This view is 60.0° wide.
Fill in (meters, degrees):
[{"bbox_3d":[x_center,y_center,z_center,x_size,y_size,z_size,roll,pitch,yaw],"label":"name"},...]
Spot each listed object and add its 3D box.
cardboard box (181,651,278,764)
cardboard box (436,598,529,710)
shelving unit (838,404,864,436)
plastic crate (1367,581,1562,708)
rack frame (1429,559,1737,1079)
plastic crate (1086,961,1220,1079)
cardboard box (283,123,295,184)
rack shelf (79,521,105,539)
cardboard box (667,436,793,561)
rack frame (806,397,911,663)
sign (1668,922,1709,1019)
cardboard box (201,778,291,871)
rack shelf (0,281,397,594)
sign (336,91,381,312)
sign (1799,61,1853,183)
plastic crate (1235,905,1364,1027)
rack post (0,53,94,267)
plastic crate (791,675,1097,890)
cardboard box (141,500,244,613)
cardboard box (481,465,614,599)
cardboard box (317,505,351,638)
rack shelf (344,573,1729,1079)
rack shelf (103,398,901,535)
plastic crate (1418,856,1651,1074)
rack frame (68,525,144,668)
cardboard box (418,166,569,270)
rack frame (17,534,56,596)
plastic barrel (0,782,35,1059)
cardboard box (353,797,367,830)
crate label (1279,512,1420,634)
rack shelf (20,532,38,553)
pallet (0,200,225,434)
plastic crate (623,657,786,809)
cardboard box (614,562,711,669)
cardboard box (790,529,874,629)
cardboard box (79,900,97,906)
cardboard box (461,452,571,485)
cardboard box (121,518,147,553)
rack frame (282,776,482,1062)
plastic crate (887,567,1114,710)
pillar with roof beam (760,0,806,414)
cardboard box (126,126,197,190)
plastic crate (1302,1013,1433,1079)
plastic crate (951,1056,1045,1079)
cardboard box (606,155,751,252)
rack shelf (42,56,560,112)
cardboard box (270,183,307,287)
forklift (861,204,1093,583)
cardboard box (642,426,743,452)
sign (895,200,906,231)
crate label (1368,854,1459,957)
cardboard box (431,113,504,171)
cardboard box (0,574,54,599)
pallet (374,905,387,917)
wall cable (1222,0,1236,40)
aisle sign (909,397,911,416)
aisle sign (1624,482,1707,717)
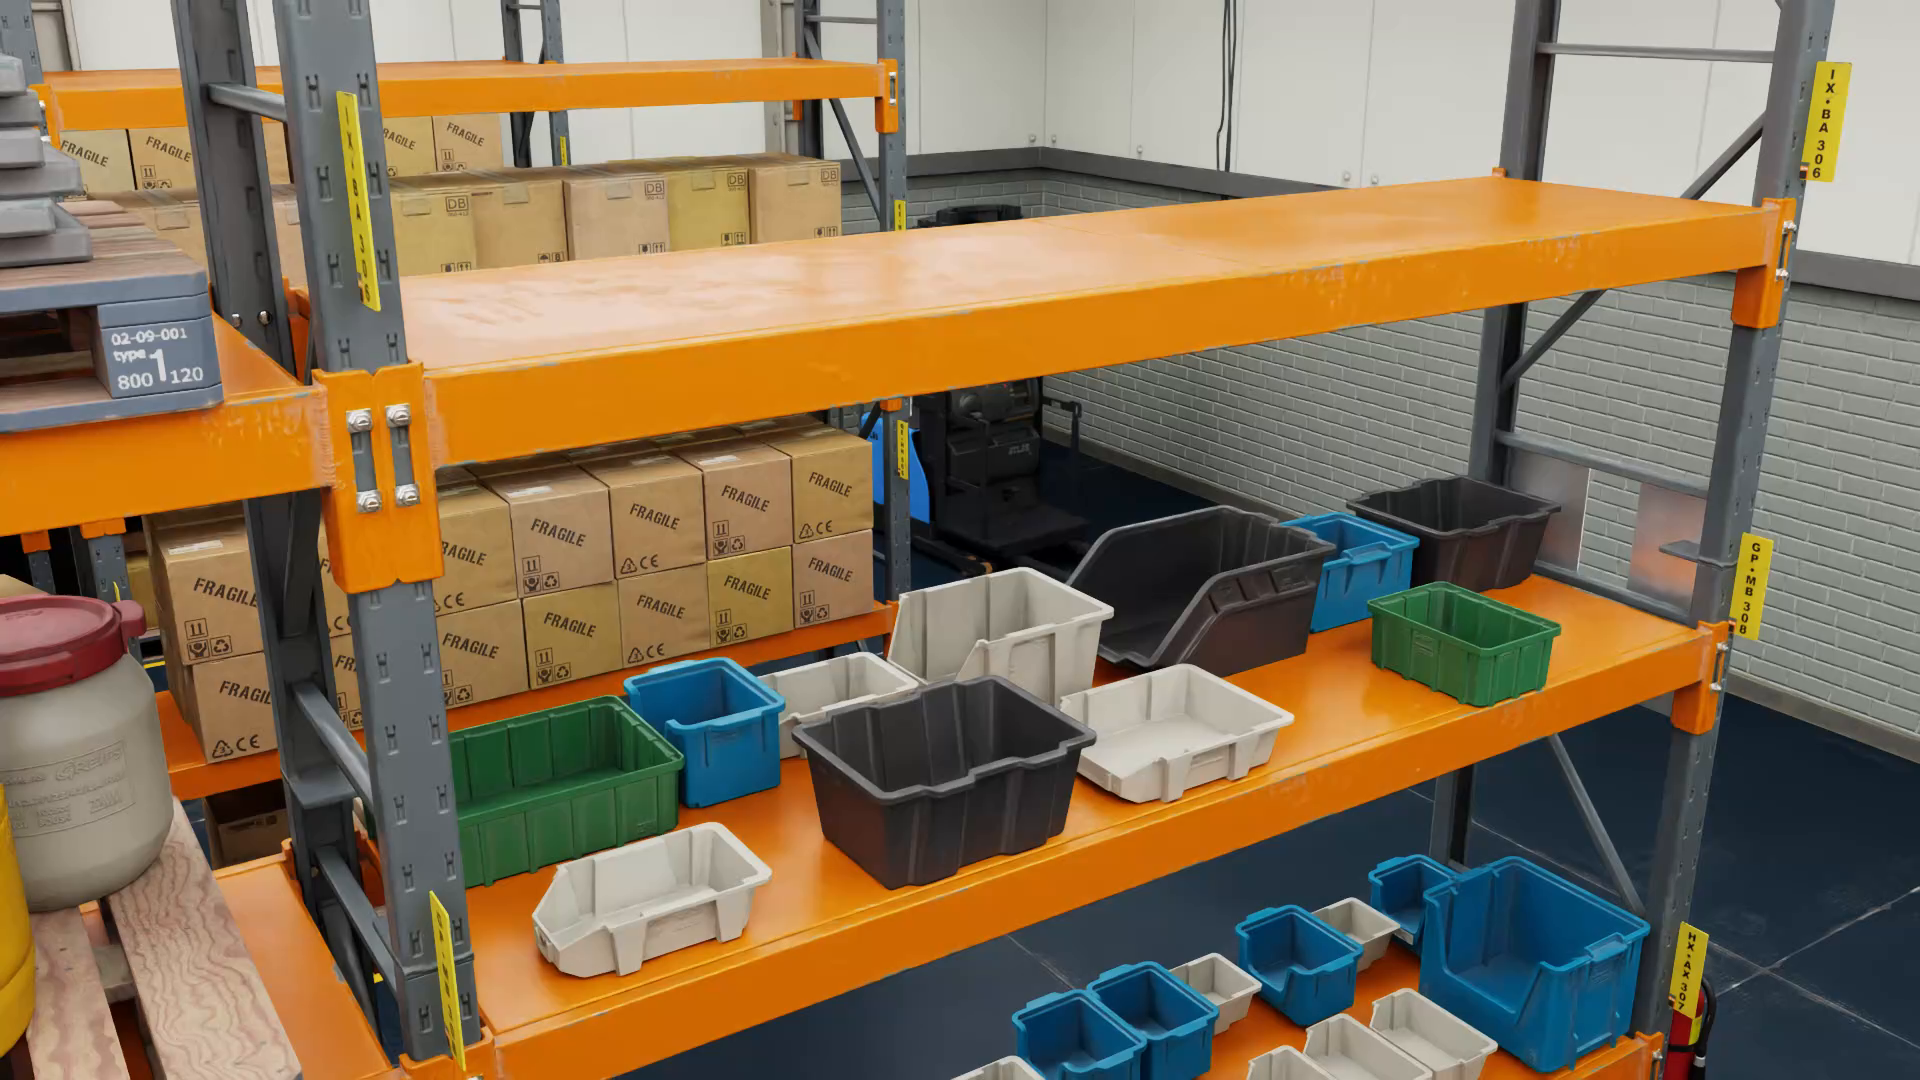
[{"bbox_3d":[-3.372,0.686,7.877,0.500,0.500,0.500,-11,22,-30],"label":"cardboard box"},{"bbox_3d":[-2.527,0.507,8.405,0.500,0.500,0.500,-12,22,-32],"label":"cardboard box"},{"bbox_3d":[-0.542,-1.051,15.511,1.083,1.500,0.587,-10,21,-27],"label":"shelving unit"},{"bbox_3d":[1.448,0.301,4.820,0.336,0.188,0.450,-12,22,-31],"label":"plastic crate"},{"bbox_3d":[2.114,1.371,6.006,0.127,3.000,1.000,-12,22,-31],"label":"rack frame"},{"bbox_3d":[0.627,1.609,5.469,0.300,0.233,0.416,-12,22,-31],"label":"plastic crate"},{"bbox_3d":[-4.651,-2.849,12.057,0.500,0.500,0.500,-13,23,-34],"label":"cardboard box"},{"bbox_3d":[-5.618,0.022,6.436,4.000,0.370,1.077,-12,22,-31],"label":"rack shelf"},{"bbox_3d":[-1.249,-0.234,9.037,0.500,0.500,0.500,-11,22,-30],"label":"cardboard box"},{"bbox_3d":[-0.607,0.045,9.927,0.127,3.000,1.000,-12,22,-31],"label":"rack frame"},{"bbox_3d":[2.430,1.438,5.553,0.005,0.325,0.100,-12,22,-31],"label":"sign"},{"bbox_3d":[-3.628,1.550,8.694,0.500,0.500,0.500,-12,22,-31],"label":"cardboard box"},{"bbox_3d":[-2.897,0.116,2.098,4.000,0.370,1.077,-12,22,-31],"label":"rack shelf"},{"bbox_3d":[-0.925,-0.520,2.558,0.005,0.325,0.100,-12,22,-31],"label":"sign"},{"bbox_3d":[2.430,-1.174,4.670,0.005,0.325,0.100,-12,22,-31],"label":"sign"},{"bbox_3d":[1.177,1.493,5.812,0.300,0.233,0.416,-12,22,-31],"label":"plastic crate"},{"bbox_3d":[-1.947,-0.591,2.559,0.954,0.300,0.937,-12,22,-32],"label":"rack post"},{"bbox_3d":[-0.038,0.571,3.893,0.590,0.269,0.497,-12,22,-31],"label":"plastic crate"},{"bbox_3d":[-3.667,0.071,8.135,0.500,0.500,0.500,-12,22,-31],"label":"cardboard box"},{"bbox_3d":[-2.108,-0.051,8.496,0.500,0.500,0.500,-11,22,-30],"label":"cardboard box"},{"bbox_3d":[-2.969,0.130,7.959,0.500,0.500,0.500,-13,22,-33],"label":"cardboard box"},{"bbox_3d":[0.444,0.643,4.599,4.000,0.370,1.077,-12,22,-31],"label":"rack shelf"},{"bbox_3d":[-2.277,-0.682,8.520,4.000,0.370,1.077,-12,22,-31],"label":"rack shelf"},{"bbox_3d":[1.937,1.435,5.668,0.499,0.435,0.616,-12,22,-31],"label":"plastic crate"},{"bbox_3d":[-3.947,0.750,7.843,0.127,3.000,1.000,-12,22,-31],"label":"rack frame"},{"bbox_3d":[-2.319,-1.557,8.264,0.500,0.500,0.700,-12,22,-31],"label":"cardboard box"},{"bbox_3d":[-6.675,-0.574,11.760,0.127,3.000,1.000,-12,22,-31],"label":"rack frame"},{"bbox_3d":[-1.877,0.582,2.708,0.600,0.588,0.600,0,19,0],"label":"plastic barrel"},{"bbox_3d":[-3.001,1.507,9.115,0.500,0.311,0.500,-12,22,-31],"label":"cardboard box"},{"bbox_3d":[1.166,0.097,5.324,0.502,0.251,0.408,-12,22,-31],"label":"crate label"},{"bbox_3d":[-8.345,0.119,10.833,4.000,0.370,1.077,-12,22,-31],"label":"rack shelf"},{"bbox_3d":[-1.901,-0.334,2.600,1.213,0.211,1.003,-12,22,-31],"label":"pallet"},{"bbox_3d":[-0.642,0.488,4.195,0.300,0.233,0.416,-12,22,-31],"label":"plastic crate"},{"bbox_3d":[-1.682,0.328,8.933,0.500,0.500,0.500,-12,22,-31],"label":"cardboard box"},{"bbox_3d":[-0.831,0.150,9.462,0.500,0.500,0.500,-11,22,-30],"label":"cardboard box"},{"bbox_3d":[-4.202,1.889,7.689,0.500,0.500,0.500,-12,22,-32],"label":"cardboard box"},{"bbox_3d":[-2.399,-0.197,8.928,0.500,0.500,0.500,-12,22,-32],"label":"cardboard box"},{"bbox_3d":[-6.224,-0.028,12.379,0.250,0.149,0.380,-12,22,-32],"label":"cardboard box"},{"bbox_3d":[-1.226,2.076,3.922,0.127,3.000,1.000,-12,22,-31],"label":"rack frame"},{"bbox_3d":[0.094,0.314,4.634,0.530,0.282,0.437,-12,22,-31],"label":"plastic crate"},{"bbox_3d":[0.813,-3.676,11.568,0.400,9.000,9.100,-12,22,-31],"label":"pillar with roof beam"},{"bbox_3d":[-5.500,-2.669,11.523,0.500,0.500,0.500,-12,22,-33],"label":"cardboard box"},{"bbox_3d":[1.283,1.707,5.331,0.243,0.136,0.396,-12,22,-31],"label":"plastic crate"},{"bbox_3d":[0.063,1.785,5.100,0.466,0.136,0.293,-12,22,-31],"label":"plastic crate"},{"bbox_3d":[-1.491,-1.736,8.796,0.500,0.500,0.700,-12,22,-31],"label":"cardboard box"},{"bbox_3d":[-5.005,-3.238,12.021,4.000,0.370,1.077,-12,22,-31],"label":"rack shelf"},{"bbox_3d":[-3.067,-1.338,7.618,0.500,0.500,0.700,-12,22,-31],"label":"cardboard box"},{"bbox_3d":[0.416,-1.221,13.781,1.130,2.935,3.031,-14,23,-36],"label":"forklift"},{"bbox_3d":[-1.555,-0.374,9.450,0.500,0.500,0.500,-12,22,-31],"label":"cardboard box"},{"bbox_3d":[-0.318,-1.643,8.855,0.005,0.325,0.100,-12,22,-31],"label":"sign"},{"bbox_3d":[1.727,1.377,6.155,0.303,0.233,0.416,-12,22,-31],"label":"crate label"},{"bbox_3d":[-3.795,-3.029,12.587,0.500,0.500,0.500,-12,22,-32],"label":"cardboard box"},{"bbox_3d":[-4.466,0.527,7.690,0.700,0.500,0.500,14,23,35],"label":"cardboard box"},{"bbox_3d":[-3.373,1.950,8.646,1.213,0.211,1.003,-12,22,-31],"label":"pallet"},{"bbox_3d":[3.074,-5.219,13.096,0.112,2.526,3.097,-12,22,-31],"label":"wall cable"},{"bbox_3d":[-0.381,-1.116,9.304,0.004,0.787,0.394,-12,22,-31],"label":"aisle sign"},{"bbox_3d":[2.336,0.205,5.395,0.004,0.787,0.394,-12,22,-31],"label":"aisle sign"}]
